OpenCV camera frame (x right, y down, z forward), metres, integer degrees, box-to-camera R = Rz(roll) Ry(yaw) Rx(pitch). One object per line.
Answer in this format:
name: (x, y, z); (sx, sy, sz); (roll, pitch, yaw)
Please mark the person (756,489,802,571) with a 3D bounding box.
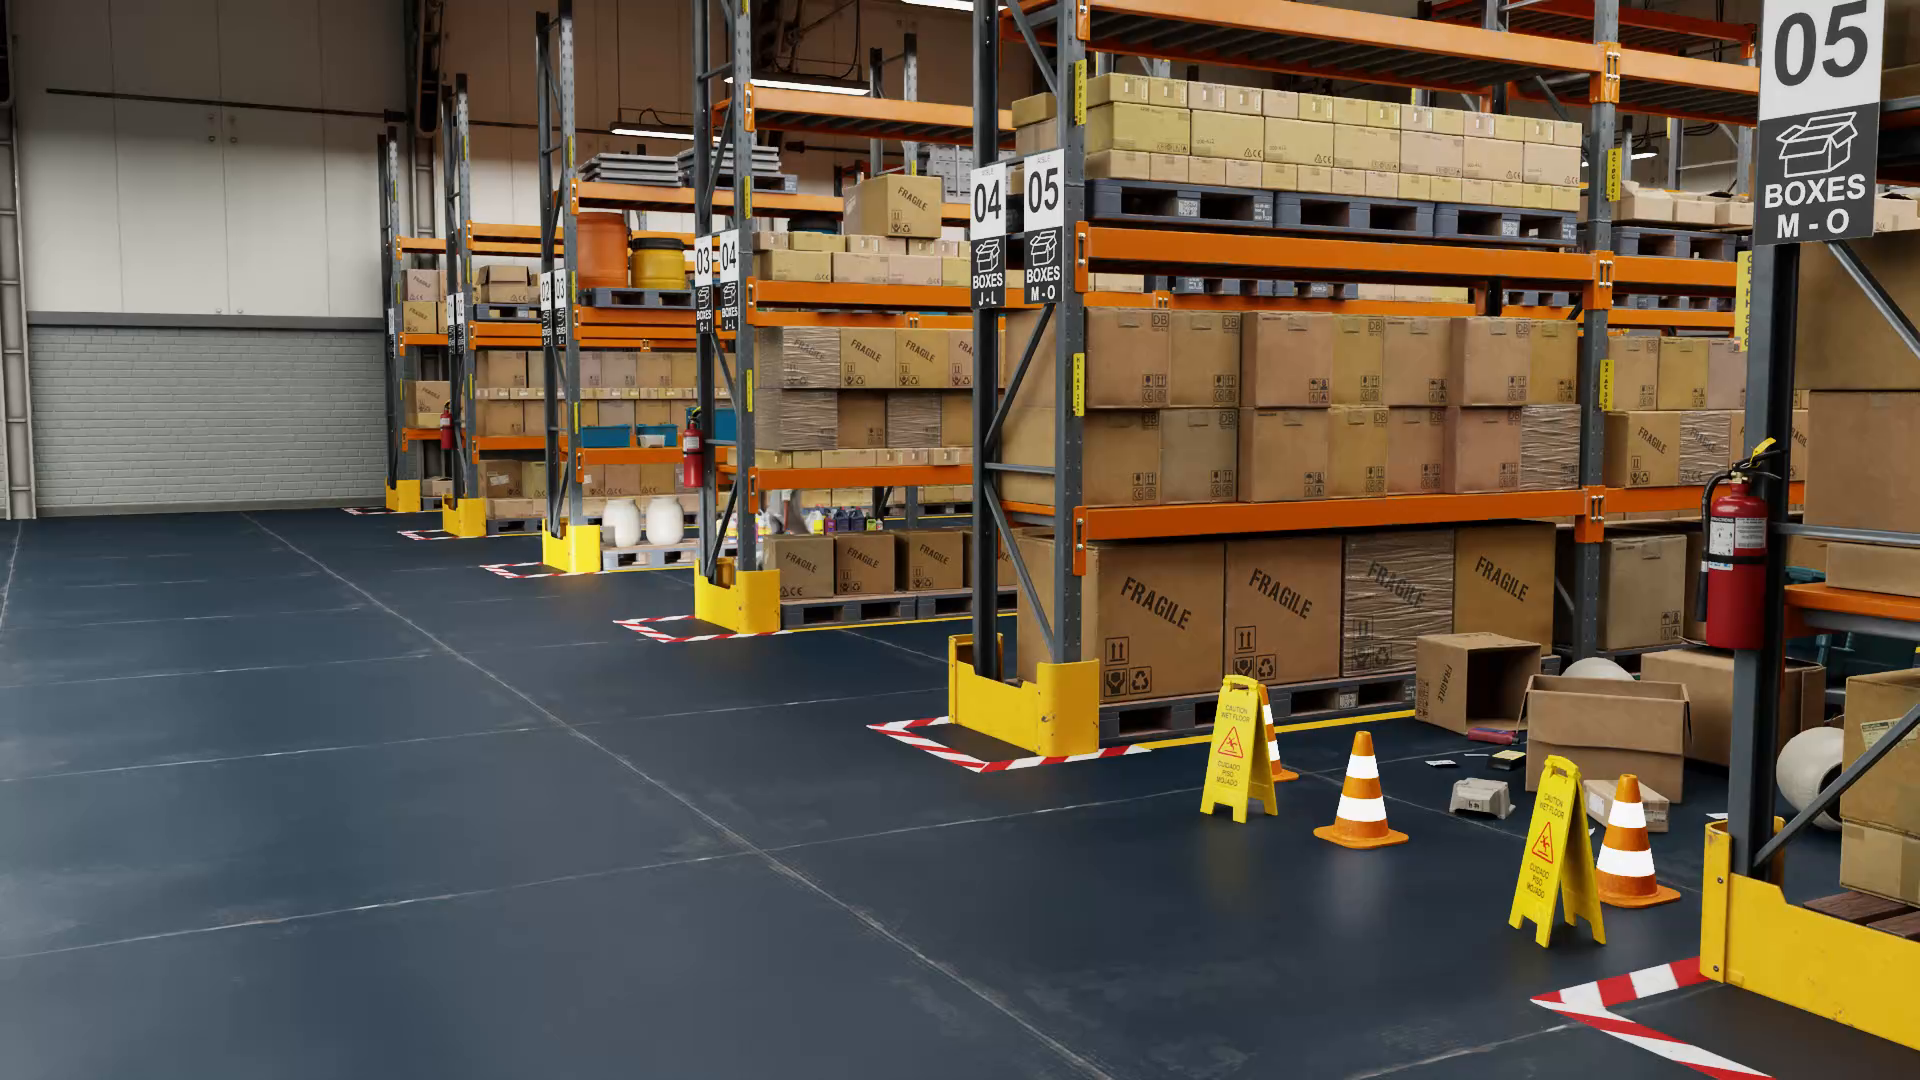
person: (-1.661, -0.256, 15.630); (0.712, 1.610, 0.424); (-2, 6, -19)
